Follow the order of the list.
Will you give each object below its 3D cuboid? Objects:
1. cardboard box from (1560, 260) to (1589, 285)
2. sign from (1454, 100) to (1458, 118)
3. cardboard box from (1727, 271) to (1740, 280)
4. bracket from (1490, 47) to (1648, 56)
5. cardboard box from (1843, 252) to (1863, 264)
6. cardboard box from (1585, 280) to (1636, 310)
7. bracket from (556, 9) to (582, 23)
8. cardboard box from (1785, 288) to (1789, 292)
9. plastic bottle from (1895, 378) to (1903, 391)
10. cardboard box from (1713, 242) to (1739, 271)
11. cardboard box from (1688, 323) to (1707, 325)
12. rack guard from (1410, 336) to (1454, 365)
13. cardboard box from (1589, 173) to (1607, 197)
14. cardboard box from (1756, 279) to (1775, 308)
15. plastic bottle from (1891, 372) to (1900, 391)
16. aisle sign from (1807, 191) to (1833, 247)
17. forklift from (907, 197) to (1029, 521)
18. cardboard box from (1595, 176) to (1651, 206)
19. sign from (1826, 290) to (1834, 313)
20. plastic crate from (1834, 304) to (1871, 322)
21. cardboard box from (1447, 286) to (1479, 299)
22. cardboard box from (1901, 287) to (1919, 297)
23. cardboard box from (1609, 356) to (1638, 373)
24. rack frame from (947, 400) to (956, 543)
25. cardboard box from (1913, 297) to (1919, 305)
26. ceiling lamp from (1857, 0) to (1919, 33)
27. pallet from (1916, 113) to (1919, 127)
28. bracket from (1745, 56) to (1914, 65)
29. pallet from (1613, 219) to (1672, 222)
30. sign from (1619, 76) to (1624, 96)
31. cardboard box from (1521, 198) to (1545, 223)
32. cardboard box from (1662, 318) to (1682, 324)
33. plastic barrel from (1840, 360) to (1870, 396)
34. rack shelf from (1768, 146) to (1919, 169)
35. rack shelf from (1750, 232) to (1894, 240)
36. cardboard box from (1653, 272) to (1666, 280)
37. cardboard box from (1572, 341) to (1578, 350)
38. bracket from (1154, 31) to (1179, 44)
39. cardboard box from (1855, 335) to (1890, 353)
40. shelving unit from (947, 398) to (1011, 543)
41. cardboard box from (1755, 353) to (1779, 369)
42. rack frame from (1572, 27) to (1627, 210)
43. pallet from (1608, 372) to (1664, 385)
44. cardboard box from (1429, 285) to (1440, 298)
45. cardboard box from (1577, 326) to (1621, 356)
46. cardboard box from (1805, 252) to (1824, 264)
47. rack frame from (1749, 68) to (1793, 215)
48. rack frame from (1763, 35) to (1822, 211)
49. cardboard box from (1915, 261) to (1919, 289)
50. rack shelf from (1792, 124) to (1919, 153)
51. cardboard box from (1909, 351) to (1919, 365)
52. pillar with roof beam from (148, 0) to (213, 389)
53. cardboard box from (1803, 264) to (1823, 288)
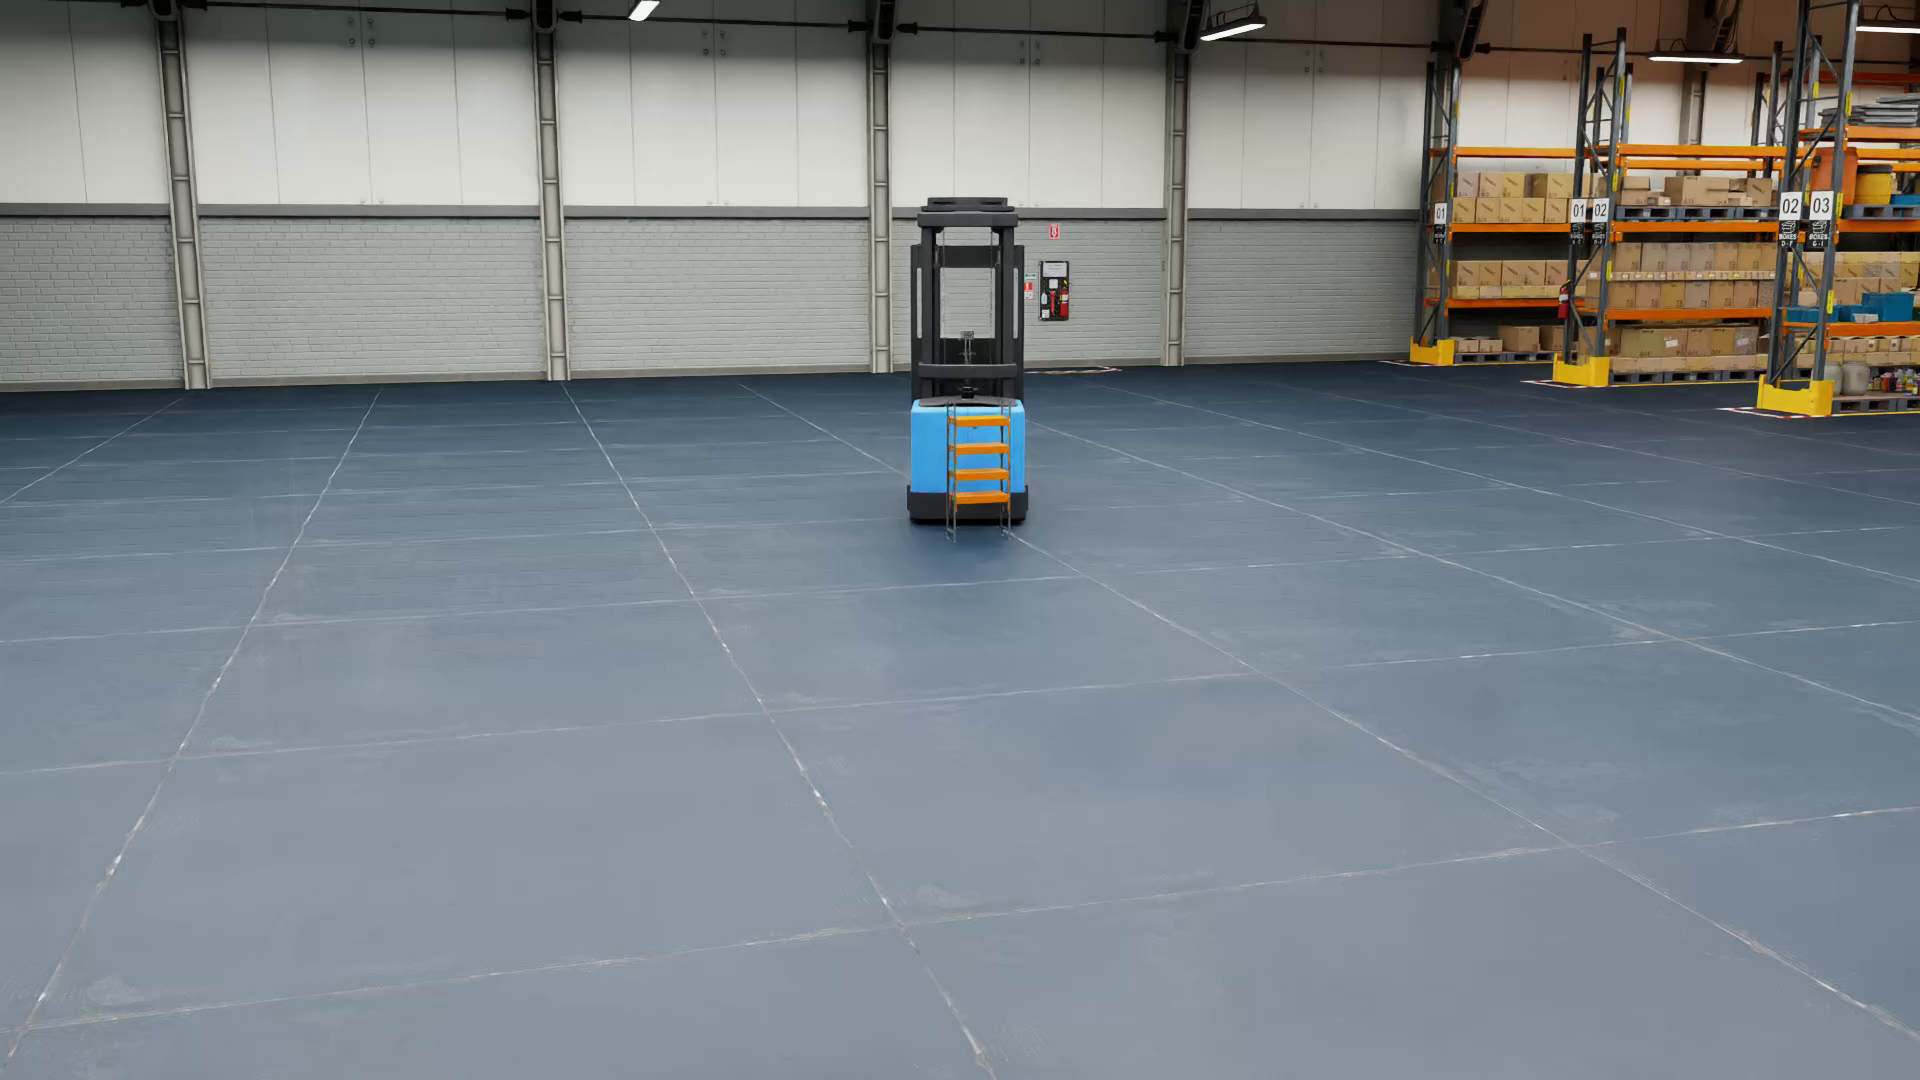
[{"bbox_3d":[12.581,-5.508,34.273,0.500,0.500,0.500,-3,11,-16],"label":"cardboard box"},{"bbox_3d":[9.737,-8.460,32.647,0.005,0.325,0.100,-3,11,-16],"label":"sign"},{"bbox_3d":[13.635,-4.713,29.594,0.250,0.149,0.380,-3,11,-16],"label":"cardboard box"},{"bbox_3d":[12.987,-10.101,34.421,4.783,0.066,0.076,-3,11,-16],"label":"bracket"},{"bbox_3d":[19.258,-6.142,36.204,0.500,0.250,0.500,-3,11,-17],"label":"cardboard box"},{"bbox_3d":[11.425,-4.315,29.224,0.500,0.500,0.700,-3,11,-16],"label":"cardboard box"},{"bbox_3d":[-6.769,-9.060,28.765,0.430,0.232,0.235,-3,11,-16],"label":"bracket"},{"bbox_3d":[17.647,-5.373,35.886,0.250,0.149,0.380,-3,11,-17],"label":"cardboard box"},{"bbox_3d":[14.431,-2.386,25.540,0.097,0.201,0.097,0,10,0],"label":"plastic bottle"},{"bbox_3d":[13.424,-5.059,29.685,0.500,0.500,0.700,-3,11,-16],"label":"cardboard box"},{"bbox_3d":[15.594,-4.416,35.737,0.500,0.500,0.700,-3,11,-16],"label":"cardboard box"},{"bbox_3d":[9.658,-3.880,34.041,0.348,0.500,1.175,-3,11,-16],"label":"rack guard"},{"bbox_3d":[13.021,-7.261,34.127,0.500,0.500,0.500,-4,11,-21],"label":"cardboard box"},{"bbox_3d":[14.390,-4.472,30.080,0.500,0.500,0.700,-3,11,-17],"label":"cardboard box"},{"bbox_3d":[14.378,-2.444,25.646,0.135,0.276,0.152,-3,11,-18],"label":"plastic bottle"},{"bbox_3d":[12.367,-4.607,23.907,0.004,0.787,0.394,-3,11,-16],"label":"aisle sign"},{"bbox_3d":[0.071,-1.833,16.210,1.130,2.935,3.031,0,10,0],"label":"forklift"},{"bbox_3d":[11.526,-6.074,28.940,0.637,0.503,0.797,-2,11,-12],"label":"cardboard box"},{"bbox_3d":[12.504,-3.423,23.893,0.005,0.325,0.100,-3,11,-16],"label":"sign"},{"bbox_3d":[13.376,-3.419,25.046,0.408,0.251,0.499,-3,11,-16],"label":"plastic crate"},{"bbox_3d":[10.143,-5.011,33.640,0.500,0.250,0.500,-3,11,-18],"label":"cardboard box"},{"bbox_3d":[17.742,-4.594,31.261,0.500,0.311,0.500,-3,11,-17],"label":"cardboard box"},{"bbox_3d":[11.551,-3.087,29.265,0.500,0.250,0.500,-3,11,-16],"label":"cardboard box"},{"bbox_3d":[-0.075,-0.586,14.218,0.015,1.200,0.240,-3,11,-16],"label":"rack frame"},{"bbox_3d":[17.868,-4.432,30.831,0.250,0.149,0.380,-3,11,-16],"label":"cardboard box"},{"bbox_3d":[15.437,-9.791,26.555,2.000,3.185,0.800,-3,11,-16],"label":"ceiling lamp"},{"bbox_3d":[14.238,-6.137,24.457,1.213,0.211,1.003,-3,11,-16],"label":"pallet"},{"bbox_3d":[18.748,-10.405,36.070,4.783,0.066,0.076,-3,11,-16],"label":"bracket"},{"bbox_3d":[14.048,-6.703,34.708,1.003,0.211,1.213,-3,11,-16],"label":"pallet"},{"bbox_3d":[11.123,-7.635,27.949,0.005,0.325,0.100,-3,11,-16],"label":"sign"},{"bbox_3d":[11.508,-6.692,33.795,0.500,0.500,0.500,-2,11,-12],"label":"cardboard box"},{"bbox_3d":[15.048,-4.753,35.501,0.500,0.250,0.500,-3,11,-18],"label":"cardboard box"},{"bbox_3d":[13.446,-2.438,25.017,0.421,0.512,0.421,0,10,0],"label":"plastic barrel"},{"bbox_3d":[16.734,-6.948,30.325,4.000,0.370,1.077,-3,11,-16],"label":"rack shelf"},{"bbox_3d":[19.187,-6.733,36.336,4.000,0.370,1.077,-3,11,-16],"label":"rack shelf"},{"bbox_3d":[12.146,-4.633,29.164,0.250,0.149,0.380,-3,11,-17],"label":"cardboard box"},{"bbox_3d":[12.921,-4.098,34.935,0.250,0.166,0.380,-5,11,-23],"label":"cardboard box"},{"bbox_3d":[3.956,-9.625,31.835,0.430,0.232,0.235,-3,11,-16],"label":"bracket"},{"bbox_3d":[16.756,-3.632,30.679,0.500,0.311,0.500,-3,11,-14],"label":"cardboard box"},{"bbox_3d":[0.159,-0.598,14.285,0.503,1.200,0.258,-3,11,-16],"label":"shelving unit"},{"bbox_3d":[14.430,-3.239,30.094,0.500,0.250,0.500,-3,11,-16],"label":"cardboard box"},{"bbox_3d":[10.974,-7.195,28.574,0.127,3.000,1.000,-3,11,-16],"label":"rack frame"},{"bbox_3d":[11.696,-2.919,29.619,1.213,0.211,1.003,-3,11,-16],"label":"pallet"},{"bbox_3d":[9.980,-5.099,34.117,0.500,0.250,0.500,-3,11,-15],"label":"cardboard box"},{"bbox_3d":[11.405,-3.546,29.689,0.500,0.500,0.500,-3,11,-16],"label":"cardboard box"},{"bbox_3d":[18.290,-6.090,35.917,0.500,0.250,0.500,-3,11,-17],"label":"cardboard box"},{"bbox_3d":[17.267,-8.460,35.450,0.127,3.000,1.000,-3,11,-16],"label":"rack frame"},{"bbox_3d":[14.814,-7.397,29.674,0.127,3.000,1.000,-3,11,-16],"label":"rack frame"},{"bbox_3d":[21.633,-5.885,37.199,0.700,0.700,0.980,-3,11,-15],"label":"cardboard box"},{"bbox_3d":[14.275,-5.884,24.547,4.000,0.370,1.077,-3,11,-16],"label":"rack shelf"},{"bbox_3d":[17.724,-3.408,31.007,0.500,0.250,0.500,-3,11,-17],"label":"cardboard box"},{"bbox_3d":[-11.825,-6.278,23.598,0.548,9.000,9.100,-3,11,-16],"label":"pillar with roof beam"},{"bbox_3d":[18.310,-5.720,35.982,0.500,0.500,0.500,-3,11,-14],"label":"cardboard box"}]
